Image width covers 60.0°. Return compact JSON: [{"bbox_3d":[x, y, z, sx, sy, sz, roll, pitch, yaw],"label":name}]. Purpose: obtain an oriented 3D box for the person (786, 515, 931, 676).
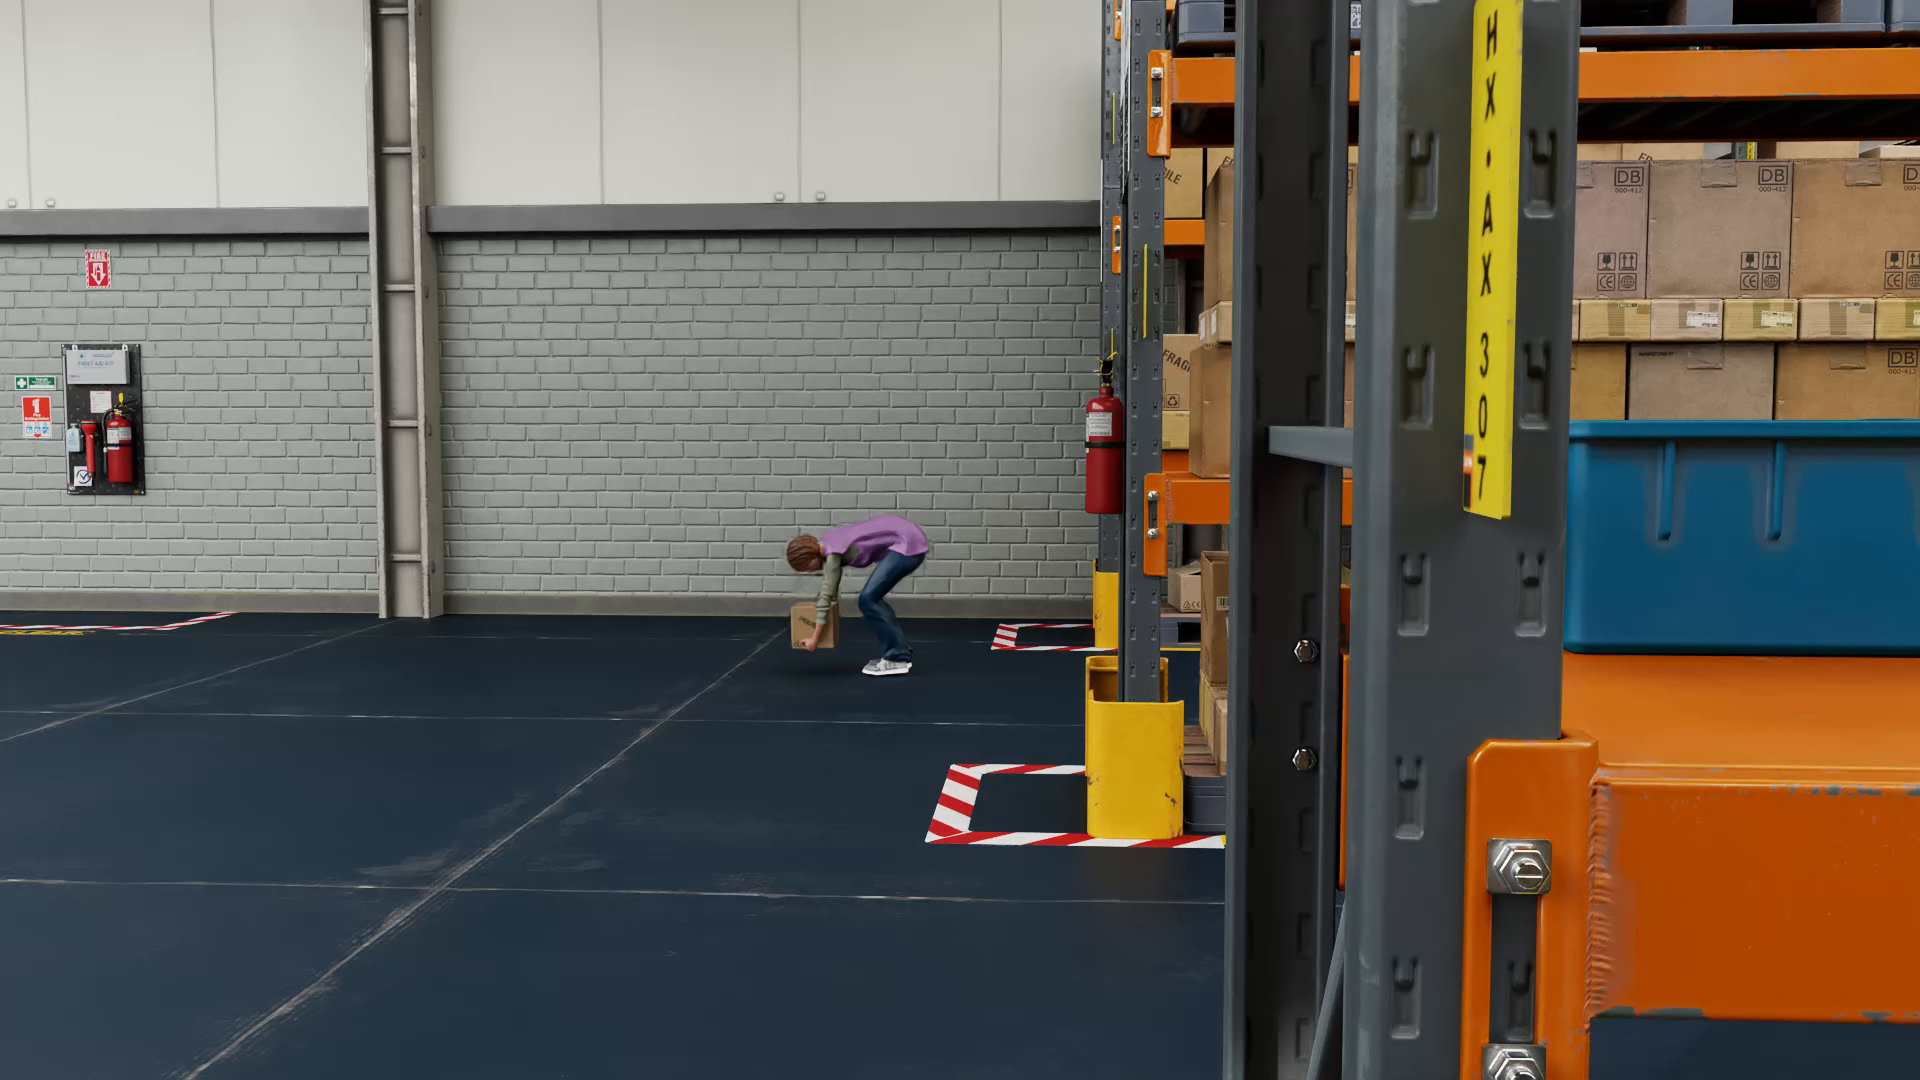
[{"bbox_3d":[-0.604,0.323,9.902,0.866,0.948,0.410,0,4,1],"label":"person"}]
